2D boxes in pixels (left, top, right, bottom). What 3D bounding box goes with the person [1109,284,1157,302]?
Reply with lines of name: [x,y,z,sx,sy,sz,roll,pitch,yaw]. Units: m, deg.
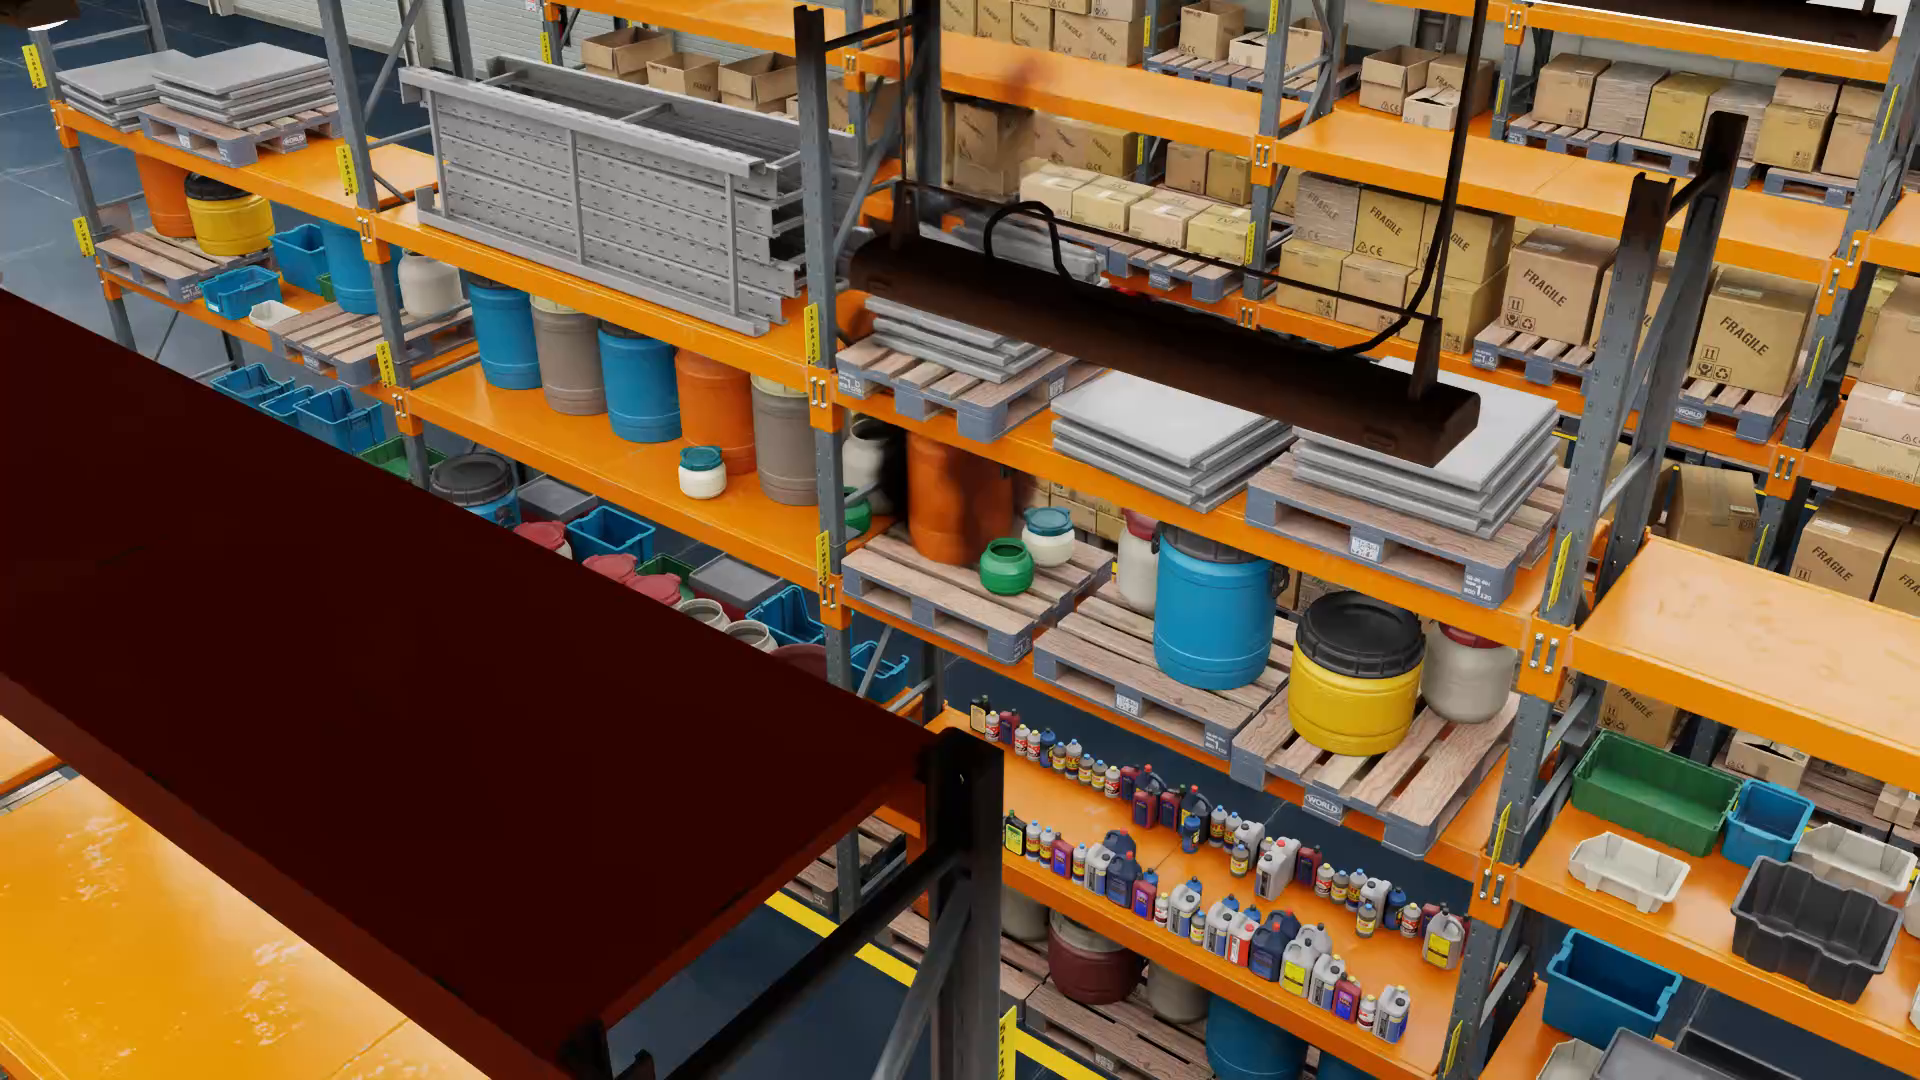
person: [1.619,-2.032,16.981,0.826,1.764,0.627,12,33,19]
